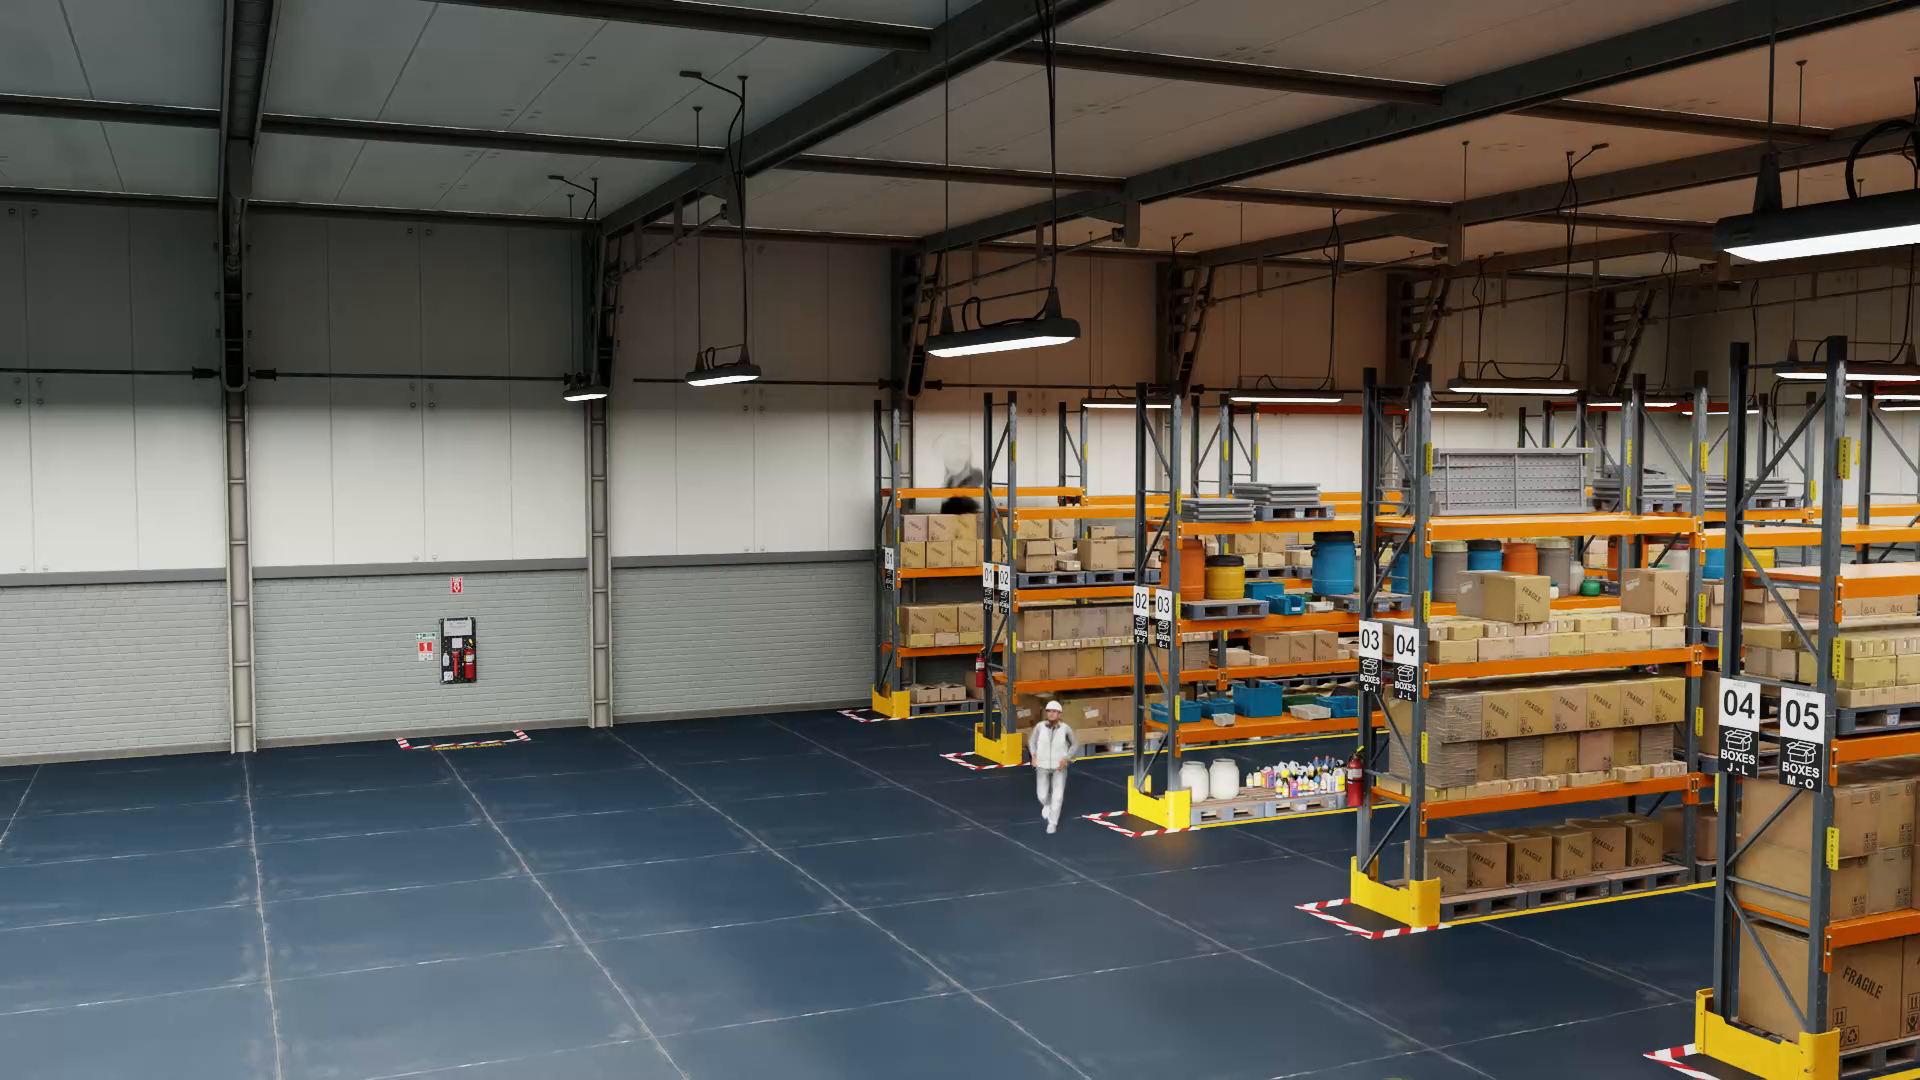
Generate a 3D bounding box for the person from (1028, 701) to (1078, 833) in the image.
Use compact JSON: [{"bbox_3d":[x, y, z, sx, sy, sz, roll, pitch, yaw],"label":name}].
[{"bbox_3d":[1.242,3.016,22.260,0.680,1.758,0.557,1,3,11],"label":"person"}]
